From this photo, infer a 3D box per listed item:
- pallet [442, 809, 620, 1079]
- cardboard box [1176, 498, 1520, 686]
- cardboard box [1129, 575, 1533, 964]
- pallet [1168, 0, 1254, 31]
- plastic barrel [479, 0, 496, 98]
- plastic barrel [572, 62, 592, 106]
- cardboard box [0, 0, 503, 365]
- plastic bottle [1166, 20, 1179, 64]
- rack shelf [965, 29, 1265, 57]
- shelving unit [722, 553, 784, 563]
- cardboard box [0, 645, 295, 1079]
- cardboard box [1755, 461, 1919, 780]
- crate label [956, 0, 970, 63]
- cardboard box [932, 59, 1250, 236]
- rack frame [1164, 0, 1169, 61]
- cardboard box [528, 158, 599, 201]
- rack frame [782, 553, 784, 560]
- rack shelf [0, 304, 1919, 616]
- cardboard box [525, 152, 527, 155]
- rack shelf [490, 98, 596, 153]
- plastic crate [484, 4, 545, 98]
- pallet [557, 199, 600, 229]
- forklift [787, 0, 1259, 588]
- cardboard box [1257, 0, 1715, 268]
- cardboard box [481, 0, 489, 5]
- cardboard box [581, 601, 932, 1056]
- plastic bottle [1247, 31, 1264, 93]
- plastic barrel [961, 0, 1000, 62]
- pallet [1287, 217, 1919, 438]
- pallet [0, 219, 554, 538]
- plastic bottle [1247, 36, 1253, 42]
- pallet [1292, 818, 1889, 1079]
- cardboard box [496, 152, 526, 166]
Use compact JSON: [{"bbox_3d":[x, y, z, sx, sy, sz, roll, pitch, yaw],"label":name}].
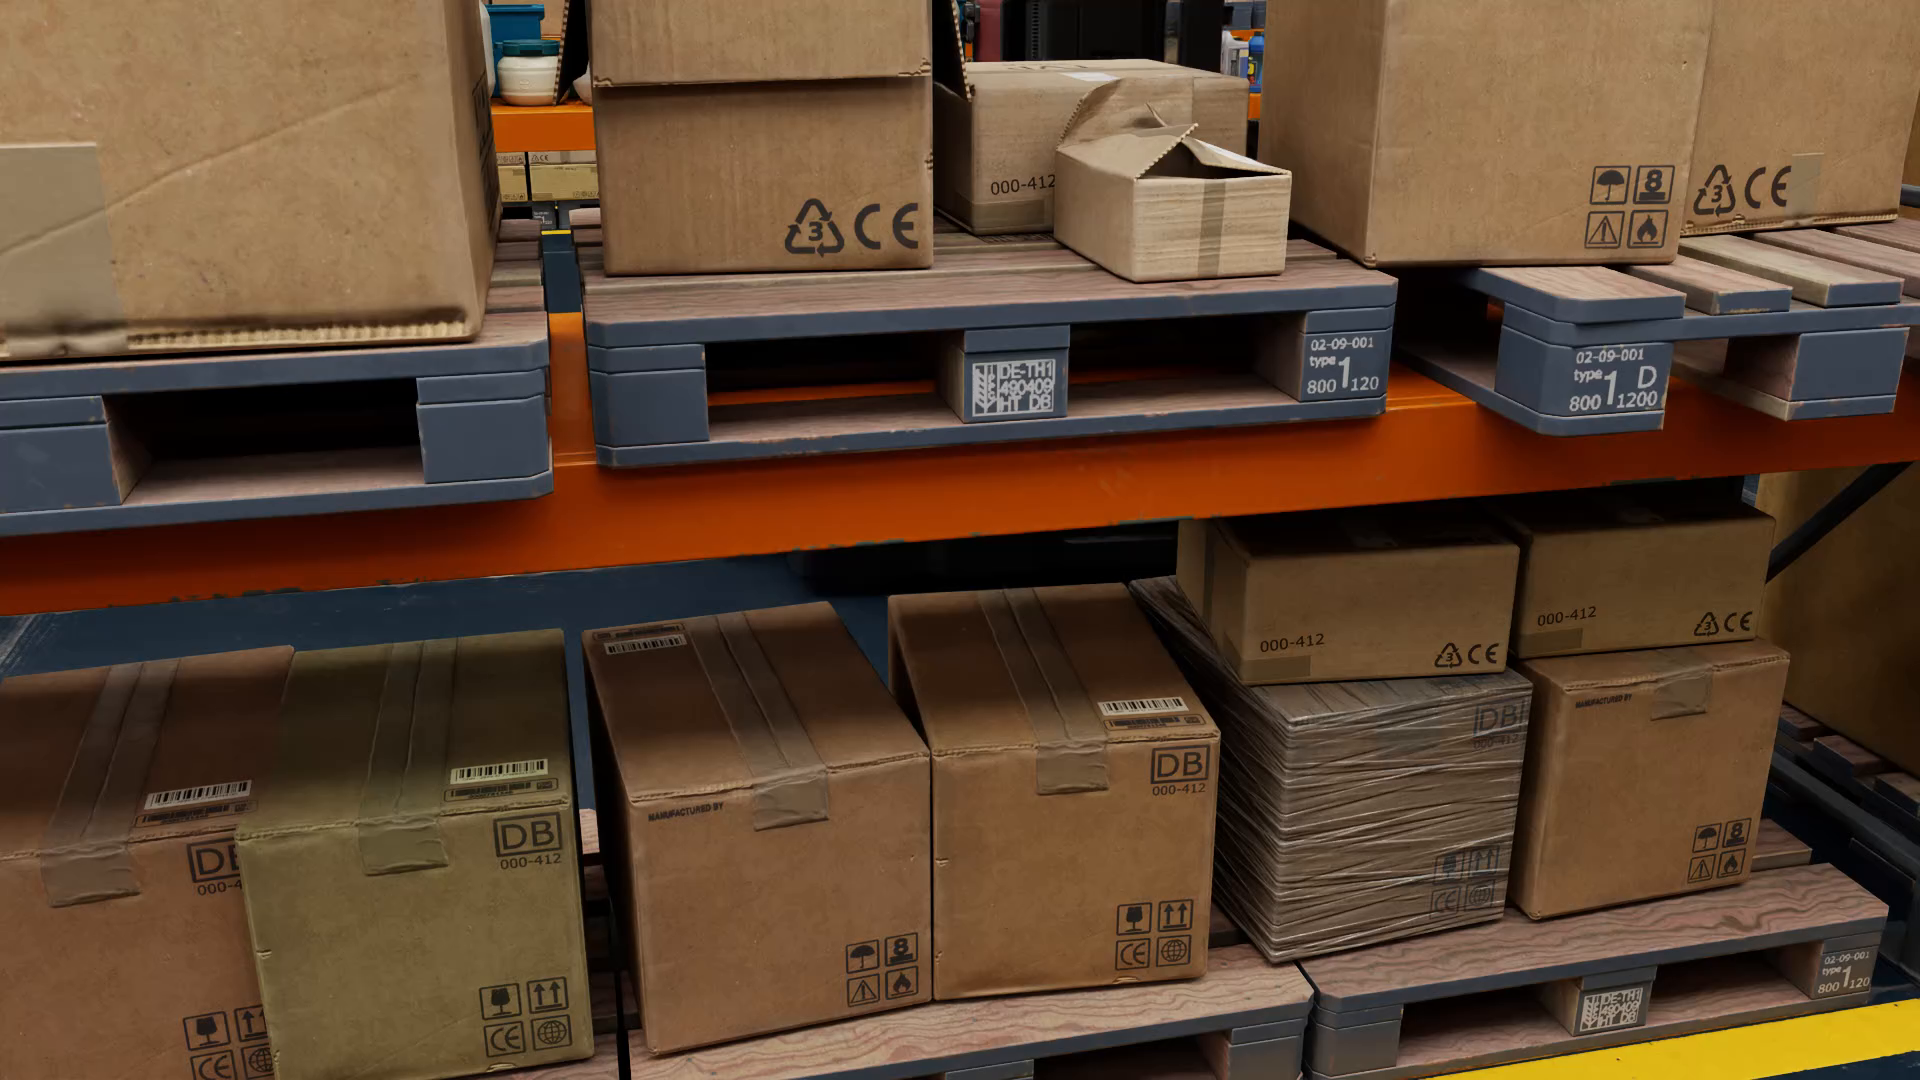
[{"bbox_3d":[-1.252,0.894,3.067,1.213,0.211,1.003,-5,21,-12],"label":"pallet"},{"bbox_3d":[0.724,0.054,3.211,0.500,0.250,0.500,-2,20,-6],"label":"cardboard box"},{"bbox_3d":[0.699,0.405,3.341,0.500,0.500,0.700,-6,21,-17],"label":"cardboard box"},{"bbox_3d":[1.499,-4.051,12.792,1.213,0.211,1.003,-5,21,-12],"label":"pallet"},{"bbox_3d":[-2.168,-2.077,6.926,0.433,0.535,0.433,0,20,0],"label":"plastic barrel"},{"bbox_3d":[-1.454,-2.135,7.085,0.433,0.535,0.433,0,20,0],"label":"plastic barrel"},{"bbox_3d":[-1.204,-0.848,2.286,1.000,1.000,1.000,-5,21,-12],"label":"cardboard box"},{"bbox_3d":[1.039,-2.448,8.305,0.133,0.283,0.061,-5,21,-12],"label":"plastic bottle"},{"bbox_3d":[1.554,-3.806,12.891,4.000,0.370,1.077,-5,21,-12],"label":"rack shelf"},{"bbox_3d":[-0.714,-0.390,5.572,0.210,0.900,0.258,-3,20,-7],"label":"shelving unit"},{"bbox_3d":[-1.407,0.573,2.885,0.500,0.500,0.700,-6,21,-17],"label":"cardboard box"},{"bbox_3d":[2.560,0.083,3.705,0.875,0.875,1.225,-6,21,-15],"label":"cardboard box"},{"bbox_3d":[-0.286,-2.356,7.834,0.616,0.435,0.502,-5,21,-12],"label":"crate label"},{"bbox_3d":[0.199,-0.741,3.083,0.500,0.250,0.500,-5,21,-14],"label":"cardboard box"},{"bbox_3d":[0.744,-2.328,7.808,0.127,3.000,1.000,-5,21,-12],"label":"rack frame"},{"bbox_3d":[-2.835,-2.606,11.956,0.500,0.250,0.500,-5,21,-14],"label":"cardboard box"},{"bbox_3d":[-0.614,-0.395,5.585,0.006,0.900,0.240,-3,20,-7],"label":"rack frame"},{"bbox_3d":[-0.063,-0.174,2.973,4.000,0.370,1.077,-5,21,-12],"label":"rack shelf"},{"bbox_3d":[-3.452,-3.010,12.242,0.500,0.311,0.500,-4,21,-11],"label":"cardboard box"},{"bbox_3d":[-1.203,-1.831,7.499,4.000,0.370,1.077,-5,21,-12],"label":"rack shelf"},{"bbox_3d":[-2.147,-2.195,7.469,0.575,0.384,0.392,-5,21,-12],"label":"plastic crate"},{"bbox_3d":[-2.388,-2.529,12.412,1.213,0.211,1.003,-5,21,-12],"label":"pallet"},{"bbox_3d":[0.891,-1.433,5.466,3.031,2.935,1.130,-3,20,-7],"label":"forklift"},{"bbox_3d":[0.847,-0.780,2.827,0.500,0.500,0.700,-2,20,-4],"label":"cardboard box"},{"bbox_3d":[-3.472,-3.737,11.851,0.258,0.266,0.396,-5,21,-14],"label":"cardboard box"},{"bbox_3d":[-0.394,0.497,3.092,0.500,0.500,0.700,-6,21,-17],"label":"cardboard box"},{"bbox_3d":[1.358,-2.193,7.628,0.097,0.271,0.097,0,20,0],"label":"plastic bottle"},{"bbox_3d":[0.362,-2.253,7.407,0.708,0.536,0.600,-5,21,-12],"label":"plastic barrel"},{"bbox_3d":[1.214,-0.488,3.063,1.003,0.211,1.213,-5,21,-12],"label":"pallet"},{"bbox_3d":[-1.232,-0.275,2.483,1.213,0.211,1.003,-5,21,-12],"label":"pallet"},{"bbox_3d":[1.475,-2.438,8.398,0.097,0.201,0.097,0,20,0],"label":"plastic bottle"},{"bbox_3d":[1.122,0.701,3.594,1.213,0.211,1.003,-5,21,-12],"label":"pallet"},{"bbox_3d":[-3.337,-2.826,11.740,0.500,0.311,0.500,-5,21,-13],"label":"cardboard box"}]
